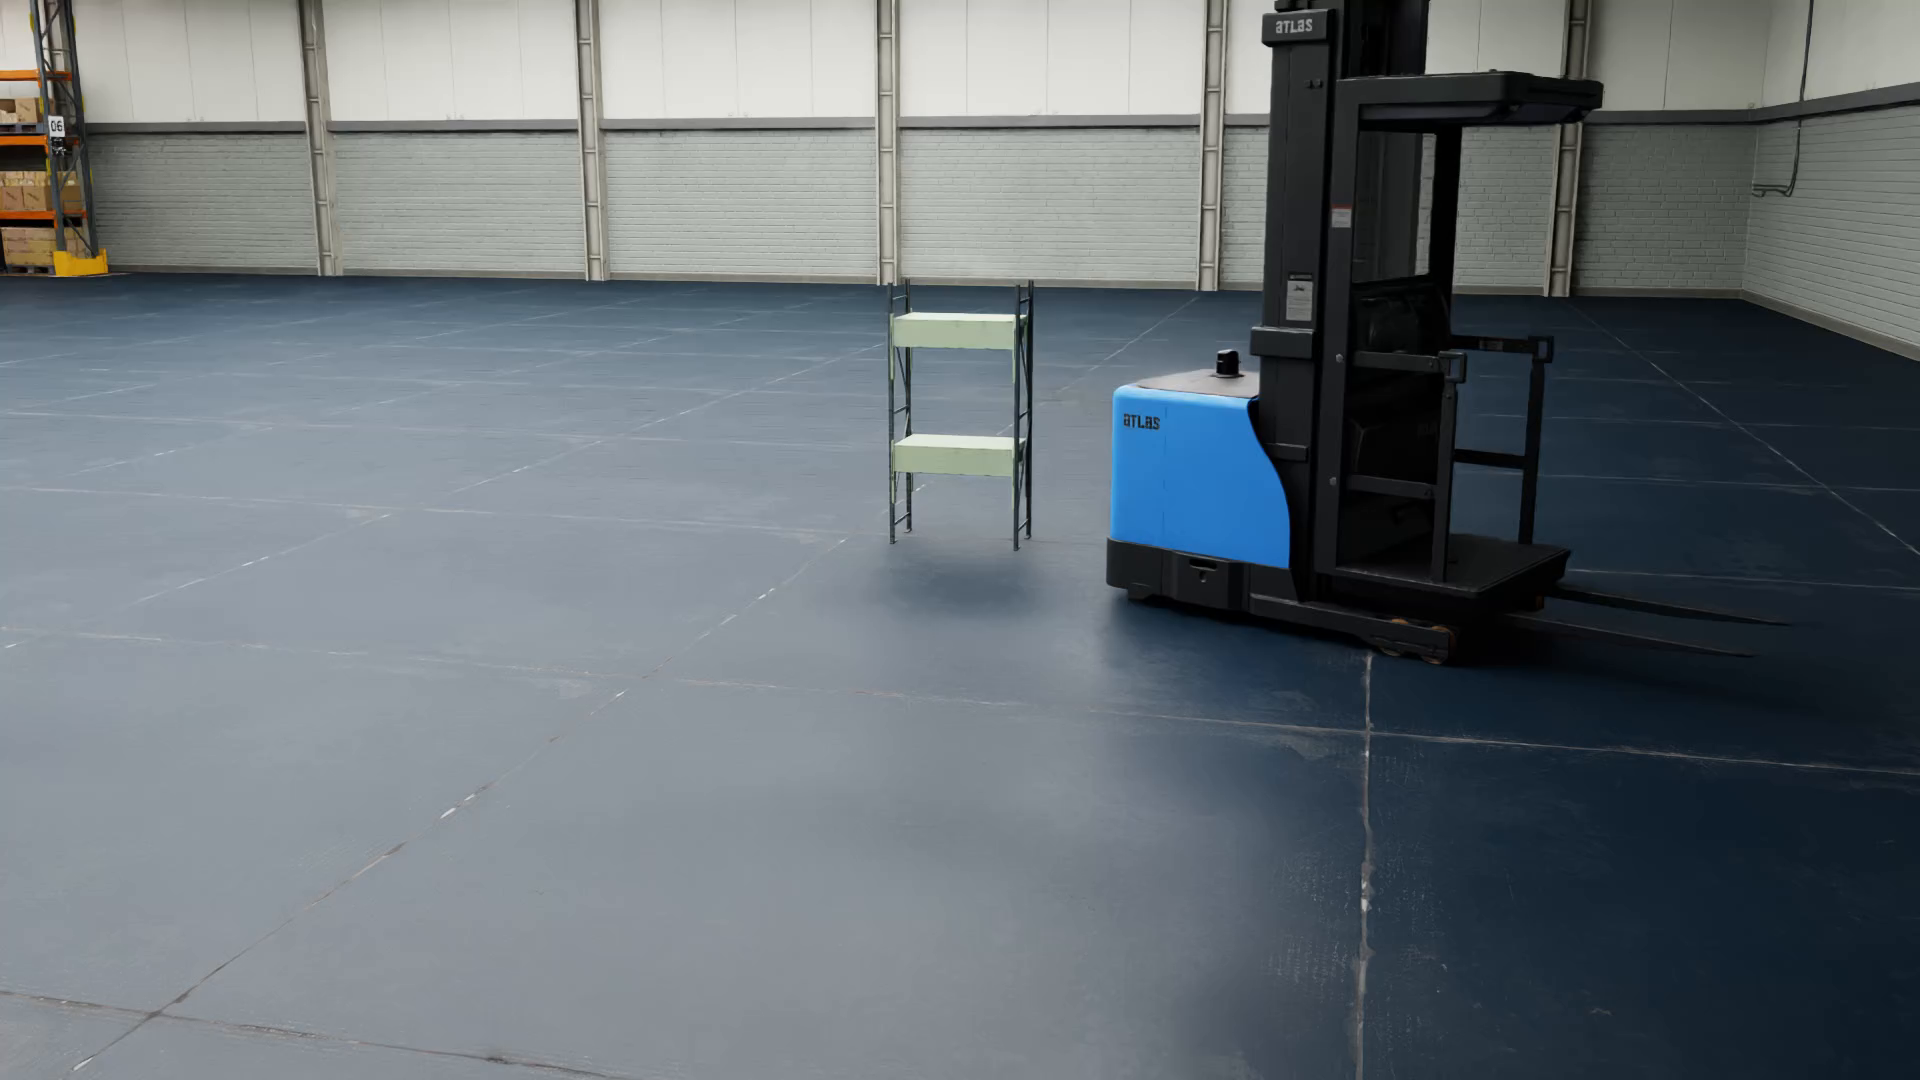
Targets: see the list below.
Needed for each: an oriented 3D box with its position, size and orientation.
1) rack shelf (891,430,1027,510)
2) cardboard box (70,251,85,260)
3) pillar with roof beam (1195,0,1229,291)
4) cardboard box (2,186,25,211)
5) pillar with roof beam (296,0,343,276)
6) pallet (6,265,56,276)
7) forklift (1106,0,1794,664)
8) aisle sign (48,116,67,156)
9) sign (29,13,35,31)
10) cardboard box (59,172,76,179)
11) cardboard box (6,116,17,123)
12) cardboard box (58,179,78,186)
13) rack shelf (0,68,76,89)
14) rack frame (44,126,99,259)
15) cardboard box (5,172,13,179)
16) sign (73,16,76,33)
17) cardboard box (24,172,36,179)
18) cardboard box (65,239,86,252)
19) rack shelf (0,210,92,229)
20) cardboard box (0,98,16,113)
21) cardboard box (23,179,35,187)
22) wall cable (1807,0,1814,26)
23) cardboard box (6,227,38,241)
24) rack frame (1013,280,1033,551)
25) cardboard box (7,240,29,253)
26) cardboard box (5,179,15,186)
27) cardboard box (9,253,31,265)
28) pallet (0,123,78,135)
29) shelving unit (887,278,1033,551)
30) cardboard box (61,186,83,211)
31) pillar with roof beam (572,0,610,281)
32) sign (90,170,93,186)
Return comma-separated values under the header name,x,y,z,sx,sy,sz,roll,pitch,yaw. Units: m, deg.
name,x,y,z,sx,sy,sz,roll,pitch,yaw
rack shelf,0.006,-0.414,9.640,0.720,0.370,0.431,3,13,14
cardboard box,-18.789,-5.943,34.974,0.500,0.250,0.500,3,13,14
pillar with roof beam,3.450,-8.017,25.094,0.400,9.000,9.100,3,13,14
cardboard box,-19.402,-7.062,34.407,0.500,0.500,0.500,3,13,15
pillar with roof beam,-14.026,-8.951,29.305,0.400,9.000,9.100,3,13,14
pallet,-19.112,-5.683,34.862,1.213,0.211,1.003,3,13,14
forklift,2.196,-1.016,7.547,3.031,2.935,1.130,10,16,39
aisle sign,-18.366,-8.218,33.846,0.004,0.787,0.394,3,13,14
sign,-18.503,-10.324,33.151,0.005,0.325,0.100,3,13,14
cardboard box,-18.634,-7.587,34.589,0.250,0.149,0.380,3,13,12
cardboard box,-19.237,-8.588,33.973,0.250,0.149,0.380,3,13,12
cardboard box,-18.627,-7.451,34.665,0.250,0.149,0.380,3,13,12
rack shelf,-20.301,-9.500,34.360,4.000,0.370,1.077,3,13,14
rack frame,-18.359,-7.014,34.421,0.127,3.000,1.000,3,13,14
cardboard box,-19.489,-7.541,34.384,0.250,0.149,0.380,3,13,14
sign,-18.220,-10.592,34.178,0.005,0.325,0.100,3,13,14
cardboard box,-19.005,-7.505,34.220,0.250,0.149,0.380,3,13,14
cardboard box,-18.766,-6.189,34.926,0.500,0.250,0.500,3,13,15
rack shelf,-20.301,-6.766,34.967,4.000,0.370,1.077,3,13,14
cardboard box,-19.818,-8.827,34.236,0.500,0.500,0.700,3,13,14
cardboard box,-19.018,-7.345,34.187,0.250,0.149,0.380,3,13,14
wall cable,12.202,-8.561,23.054,0.112,2.526,3.097,3,13,14
cardboard box,-19.378,-6.348,34.491,0.500,0.250,0.500,3,13,15
rack frame,0.362,-0.713,9.484,0.023,1.500,0.400,3,13,14
cardboard box,-19.391,-6.108,34.564,0.500,0.250,0.500,3,13,13
cardboard box,-19.494,-7.387,34.375,0.250,0.149,0.380,3,13,13
cardboard box,-19.372,-5.862,34.609,0.500,0.250,0.500,3,13,14
pallet,-19.040,-8.477,34.296,1.213,0.211,1.003,3,13,14
shelving unit,0.006,-0.732,9.570,0.755,1.500,0.431,3,13,14
cardboard box,-18.774,-7.147,34.789,0.500,0.500,0.500,3,13,15
pillar with roof beam,-8.200,-8.640,27.901,0.400,9.000,9.100,3,13,14
sign,-18.221,-7.591,34.843,0.005,0.325,0.100,3,13,14
